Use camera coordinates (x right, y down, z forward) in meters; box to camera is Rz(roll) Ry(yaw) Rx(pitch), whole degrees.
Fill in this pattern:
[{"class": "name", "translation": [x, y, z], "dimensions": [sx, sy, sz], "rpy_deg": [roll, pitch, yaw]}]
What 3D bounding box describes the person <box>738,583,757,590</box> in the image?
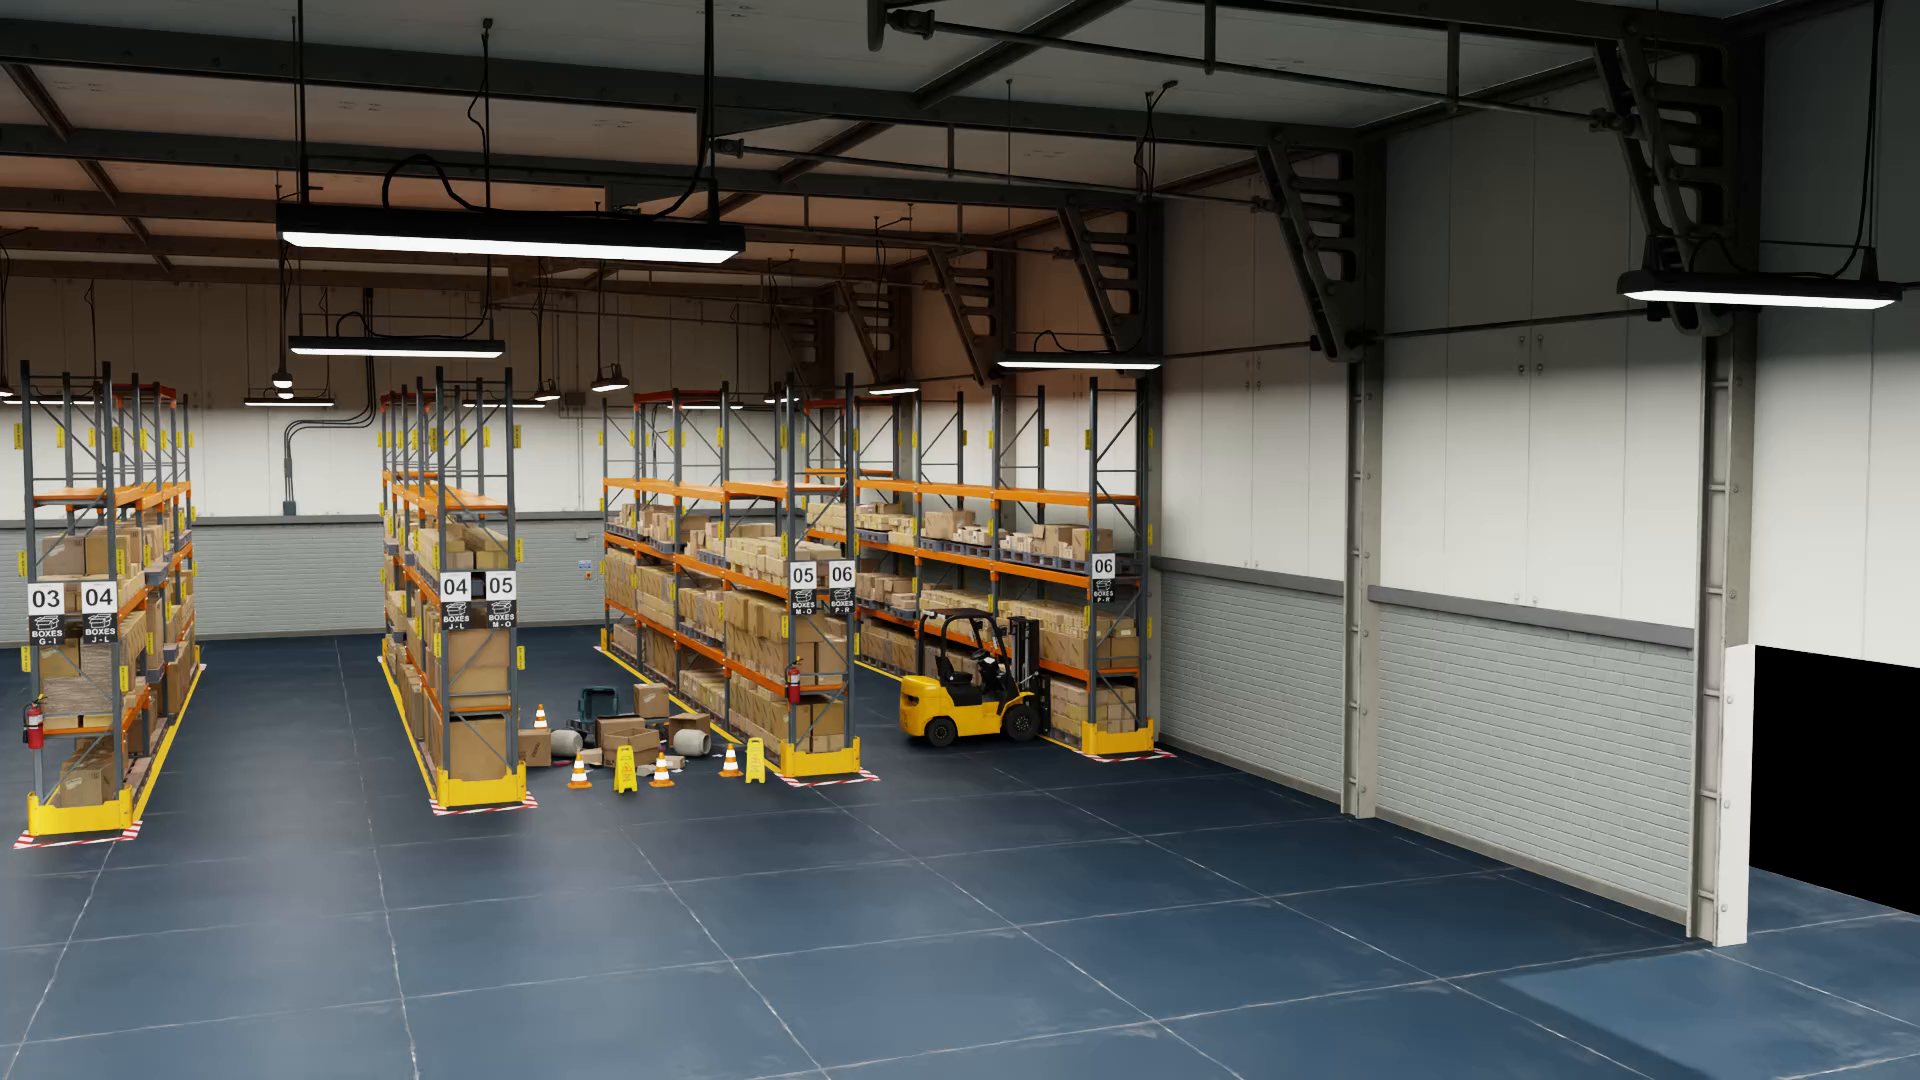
[{"class": "person", "translation": [-5.514, 1.511, 43.275], "dimensions": [0.533, 1.773, 0.771], "rpy_deg": [3, 4, 38]}]
